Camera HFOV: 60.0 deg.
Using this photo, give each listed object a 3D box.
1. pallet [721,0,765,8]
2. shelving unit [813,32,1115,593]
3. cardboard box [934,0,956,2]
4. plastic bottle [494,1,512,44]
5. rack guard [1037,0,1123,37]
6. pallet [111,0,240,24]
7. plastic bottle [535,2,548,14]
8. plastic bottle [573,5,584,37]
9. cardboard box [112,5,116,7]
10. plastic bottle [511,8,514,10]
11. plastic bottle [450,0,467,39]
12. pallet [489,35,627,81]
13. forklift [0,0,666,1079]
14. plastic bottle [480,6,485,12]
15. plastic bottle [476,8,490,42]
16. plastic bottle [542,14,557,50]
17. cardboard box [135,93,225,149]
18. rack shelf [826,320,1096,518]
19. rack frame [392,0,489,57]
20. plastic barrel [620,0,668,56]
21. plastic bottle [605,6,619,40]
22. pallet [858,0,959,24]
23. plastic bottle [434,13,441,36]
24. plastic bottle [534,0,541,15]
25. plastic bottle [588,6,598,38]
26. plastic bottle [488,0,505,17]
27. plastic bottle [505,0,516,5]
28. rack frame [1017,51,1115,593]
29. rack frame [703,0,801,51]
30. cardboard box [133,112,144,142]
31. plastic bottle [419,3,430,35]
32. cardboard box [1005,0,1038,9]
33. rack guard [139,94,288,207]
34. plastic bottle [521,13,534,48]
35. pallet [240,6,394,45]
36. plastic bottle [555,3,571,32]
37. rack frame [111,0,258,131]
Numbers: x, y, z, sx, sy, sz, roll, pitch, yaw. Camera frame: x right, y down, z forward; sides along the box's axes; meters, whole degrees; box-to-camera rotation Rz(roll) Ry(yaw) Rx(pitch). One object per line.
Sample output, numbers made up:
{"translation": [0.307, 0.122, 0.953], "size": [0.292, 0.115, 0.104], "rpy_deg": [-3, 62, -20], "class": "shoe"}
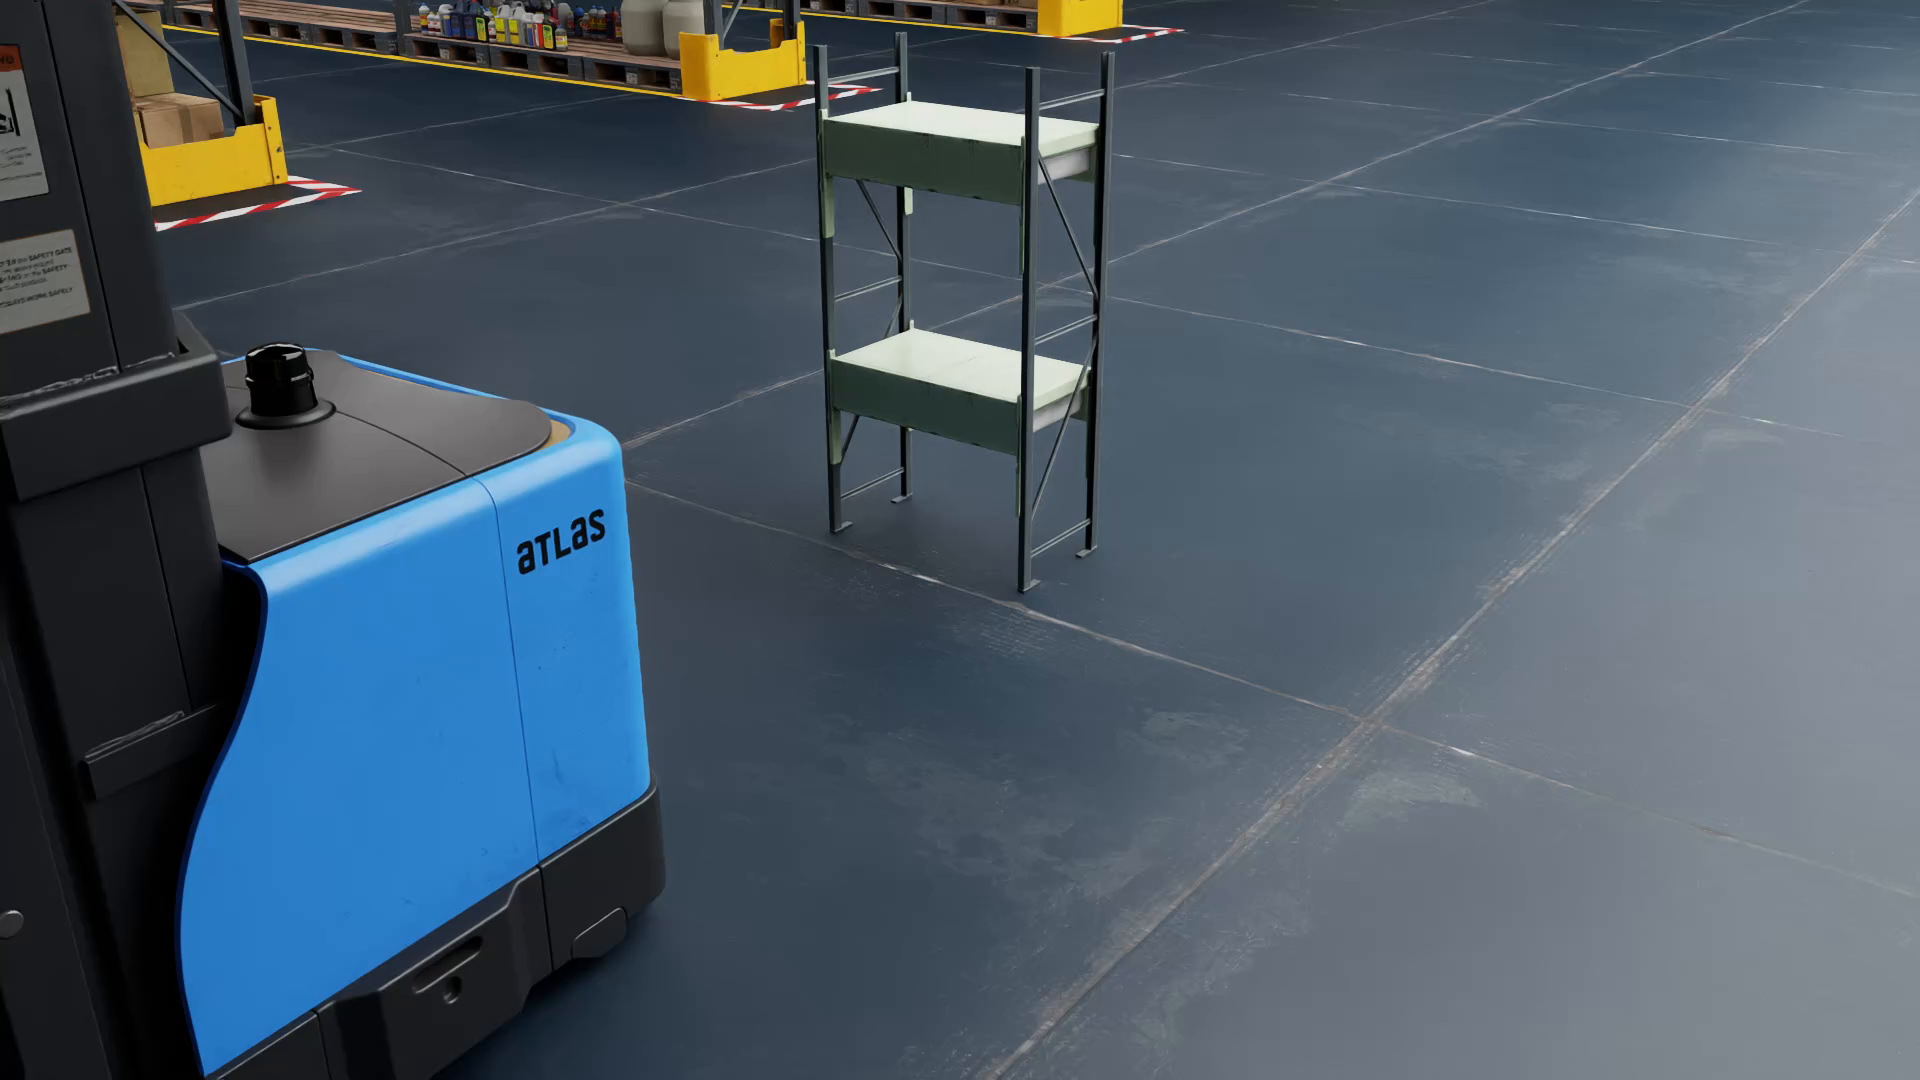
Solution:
{"translation": [-2.515, -6.524, 19.796], "size": [1.213, 0.211, 1.003], "rpy_deg": [17, 29, 33], "class": "pallet"}
{"translation": [0.005, -0.685, 4.944], "size": [0.755, 1.500, 0.431], "rpy_deg": [17, 29, 33], "class": "shelving unit"}
{"translation": [-0.168, -6.141, 18.047], "size": [0.500, 0.500, 0.500], "rpy_deg": [20, 31, 38], "class": "cardboard box"}
{"translation": [-3.973, -4.526, 14.542], "size": [0.185, 0.351, 0.144], "rpy_deg": [17, 29, 33], "class": "plastic bottle"}
{"translation": [1.249, -5.520, 17.157], "size": [0.348, 0.500, 1.175], "rpy_deg": [17, 29, 33], "class": "rack guard"}
{"translation": [-8.718, -5.883, 18.340], "size": [1.213, 0.211, 1.003], "rpy_deg": [17, 29, 33], "class": "pallet"}
{"translation": [-3.802, -4.746, 15.125], "size": [0.133, 0.283, 0.061], "rpy_deg": [17, 29, 33], "class": "plastic bottle"}
{"translation": [-3.441, -4.695, 15.024], "size": [0.097, 0.271, 0.097], "rpy_deg": [0, 24, 0], "class": "plastic bottle"}
{"translation": [-5.739, -3.166, 10.674], "size": [0.500, 0.500, 0.500], "rpy_deg": [17, 29, 33], "class": "cardboard box"}
{"translation": [-3.904, -4.546, 14.679], "size": [0.135, 0.276, 0.152], "rpy_deg": [17, 29, 33], "class": "plastic bottle"}
{"translation": [-4.464, -4.674, 14.879], "size": [0.185, 0.351, 0.144], "rpy_deg": [18, 29, 35], "class": "plastic bottle"}
{"translation": [-3.368, -4.268, 14.674], "size": [1.213, 0.211, 1.003], "rpy_deg": [17, 29, 33], "class": "pallet"}
{"translation": [-1.850, -0.185, 2.034], "size": [1.130, 2.935, 3.031], "rpy_deg": [15, 28, 31], "class": "forklift"}
{"translation": [-4.276, -4.642, 14.904], "size": [0.097, 0.271, 0.097], "rpy_deg": [0, 24, 0], "class": "plastic bottle"}
{"translation": [-4.206, -4.545, 14.668], "size": [0.133, 0.283, 0.061], "rpy_deg": [18, 30, 36], "class": "plastic bottle"}
{"translation": [-3.497, -4.331, 14.182], "size": [0.133, 0.283, 0.061], "rpy_deg": [18, 29, 35], "class": "plastic bottle"}
{"translation": [-4.930, -2.585, 10.287], "size": [0.500, 0.250, 0.500], "rpy_deg": [17, 29, 33], "class": "cardboard box"}
{"translation": [0.005, -0.386, 5.075], "size": [0.720, 0.370, 0.431], "rpy_deg": [17, 29, 33], "class": "rack shelf"}
{"translation": [-4.861, -6.014, 15.180], "size": [0.127, 3.000, 1.000], "rpy_deg": [17, 29, 33], "class": "rack frame"}
{"translation": [-2.634, -4.357, 13.982], "size": [0.421, 0.512, 0.421], "rpy_deg": [0, 24, 0], "class": "plastic barrel"}
{"translation": [-3.095, -4.605, 14.805], "size": [0.133, 0.283, 0.061], "rpy_deg": [17, 29, 34], "class": "plastic bottle"}
{"translation": [-0.352, -5.891, 18.357], "size": [1.213, 0.211, 1.003], "rpy_deg": [17, 29, 33], "class": "pallet"}
{"translation": [-4.706, -4.668, 15.048], "size": [0.097, 0.201, 0.097], "rpy_deg": [0, 24, 0], "class": "plastic bottle"}
{"translation": [-3.864, -4.838, 15.333], "size": [0.133, 0.283, 0.061], "rpy_deg": [19, 30, 37], "class": "plastic bottle"}
{"translation": [-3.279, -4.646, 14.913], "size": [0.097, 0.271, 0.097], "rpy_deg": [0, 24, 0], "class": "plastic bottle"}
{"translation": [-4.259, -4.894, 15.378], "size": [0.185, 0.351, 0.144], "rpy_deg": [17, 29, 33], "class": "plastic bottle"}
{"translation": [-4.173, -4.941, 15.483], "size": [0.185, 0.351, 0.144], "rpy_deg": [16, 28, 32], "class": "plastic bottle"}
{"translation": [0.298, -0.596, 4.743], "size": [0.023, 1.500, 0.400], "rpy_deg": [17, 29, 33], "class": "rack frame"}
{"translation": [-1.660, -5.047, 12.985], "size": [0.127, 3.000, 1.000], "rpy_deg": [17, 29, 33], "class": "rack frame"}
{"translation": [-5.241, -2.418, 9.907], "size": [0.500, 0.250, 0.500], "rpy_deg": [17, 29, 33], "class": "cardboard box"}
{"translation": [-4.869, -4.749, 15.146], "size": [0.097, 0.271, 0.097], "rpy_deg": [0, 24, 0], "class": "plastic bottle"}
{"translation": [0.820, -5.850, 17.386], "size": [0.500, 0.500, 0.500], "rpy_deg": [-20, 31, -38], "class": "cardboard box"}
{"translation": [-4.615, -2.300, 9.851], "size": [0.348, 0.500, 1.175], "rpy_deg": [17, 29, 33], "class": "rack guard"}
{"translation": [-3.689, -4.408, 14.367], "size": [0.135, 0.276, 0.152], "rpy_deg": [16, 28, 32], "class": "plastic bottle"}
{"translation": [-6.493, -5.211, 16.814], "size": [1.213, 0.211, 1.003], "rpy_deg": [17, 29, 33], "class": "pallet"}
{"translation": [-3.633, -4.742, 15.124], "size": [0.135, 0.276, 0.152], "rpy_deg": [17, 29, 34], "class": "plastic bottle"}
{"translation": [-4.634, -3.450, 9.360], "size": [0.127, 3.000, 1.000], "rpy_deg": [17, 29, 33], "class": "rack frame"}
